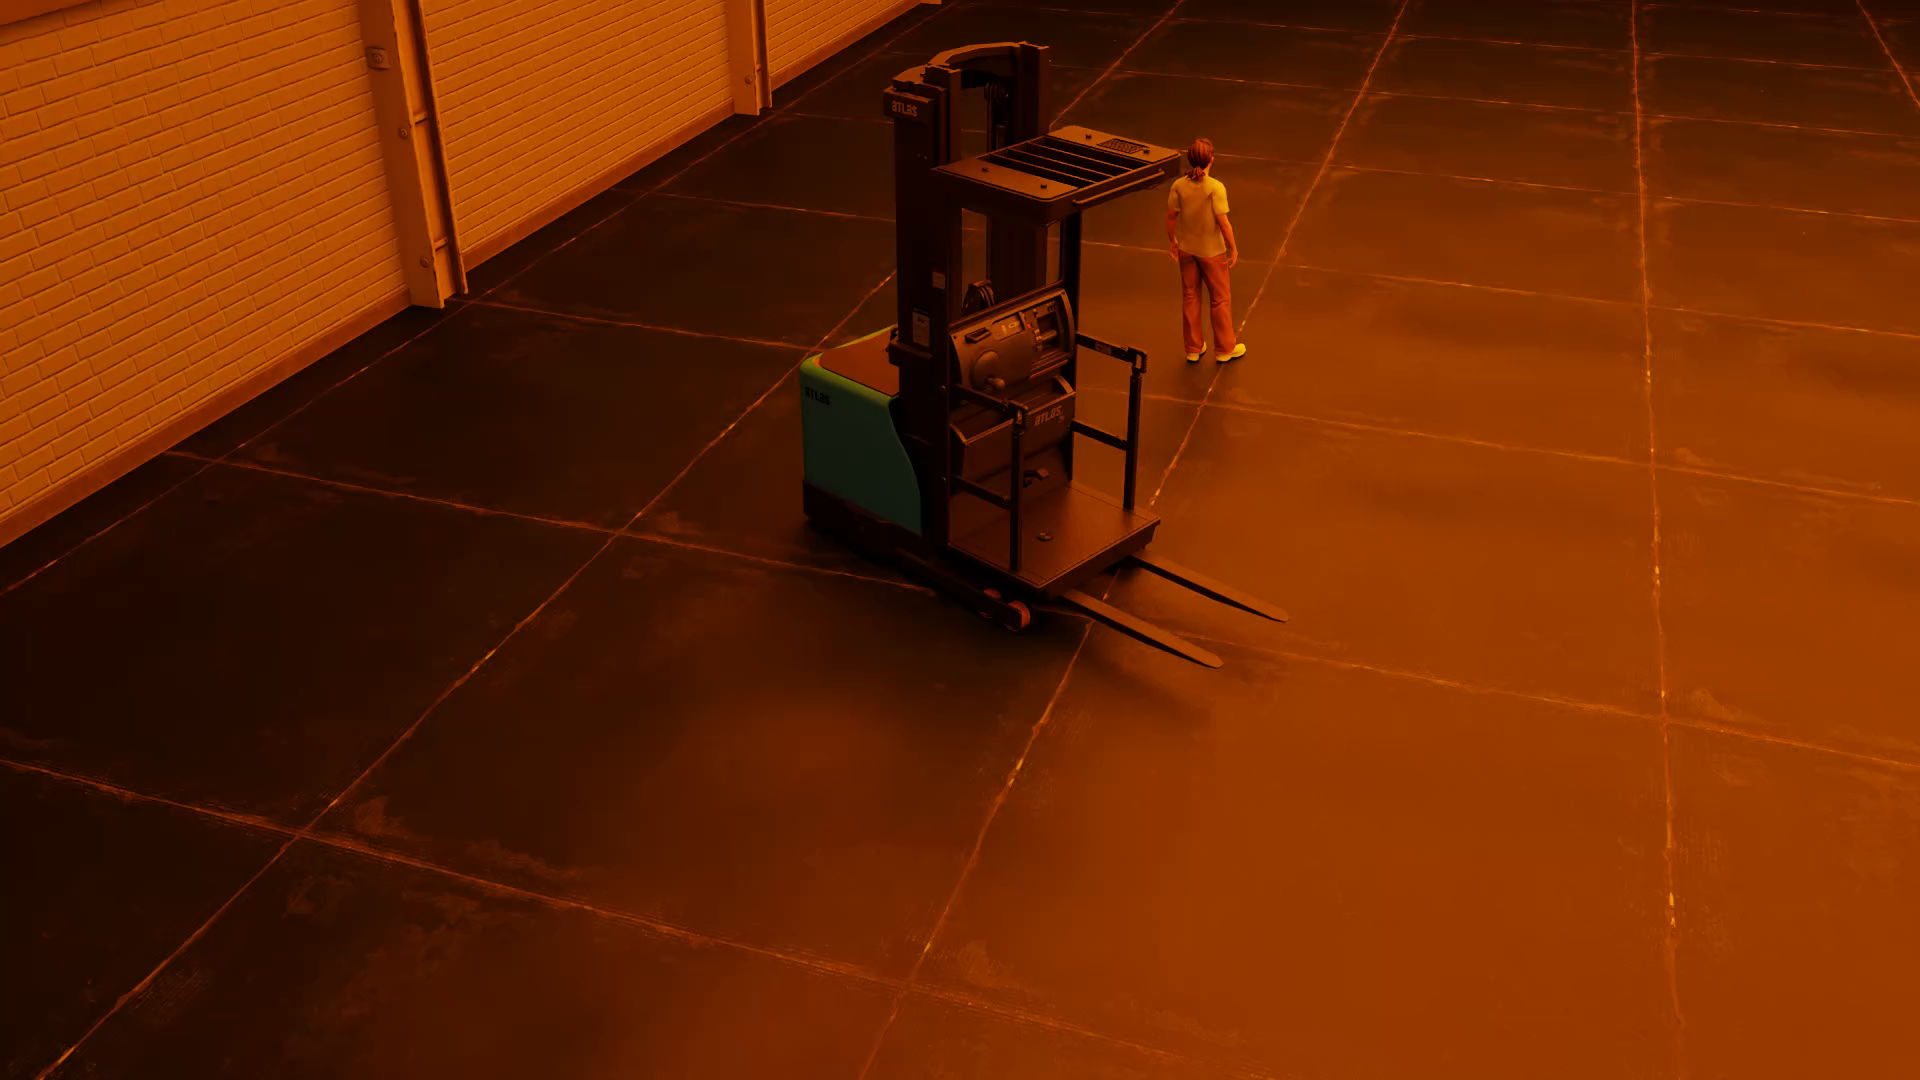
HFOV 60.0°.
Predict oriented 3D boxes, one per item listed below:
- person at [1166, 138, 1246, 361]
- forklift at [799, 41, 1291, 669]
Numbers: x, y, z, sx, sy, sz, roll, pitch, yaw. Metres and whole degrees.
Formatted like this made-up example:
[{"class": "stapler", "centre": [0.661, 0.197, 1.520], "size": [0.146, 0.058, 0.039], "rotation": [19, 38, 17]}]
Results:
[{"class": "person", "centre": [1.799, -2.112, 12.108], "size": [0.554, 1.660, 0.532], "rotation": [19, 35, 29]}, {"class": "forklift", "centre": [0.450, -1.061, 8.998], "size": [3.031, 2.935, 1.130], "rotation": [25, 38, 37]}]
